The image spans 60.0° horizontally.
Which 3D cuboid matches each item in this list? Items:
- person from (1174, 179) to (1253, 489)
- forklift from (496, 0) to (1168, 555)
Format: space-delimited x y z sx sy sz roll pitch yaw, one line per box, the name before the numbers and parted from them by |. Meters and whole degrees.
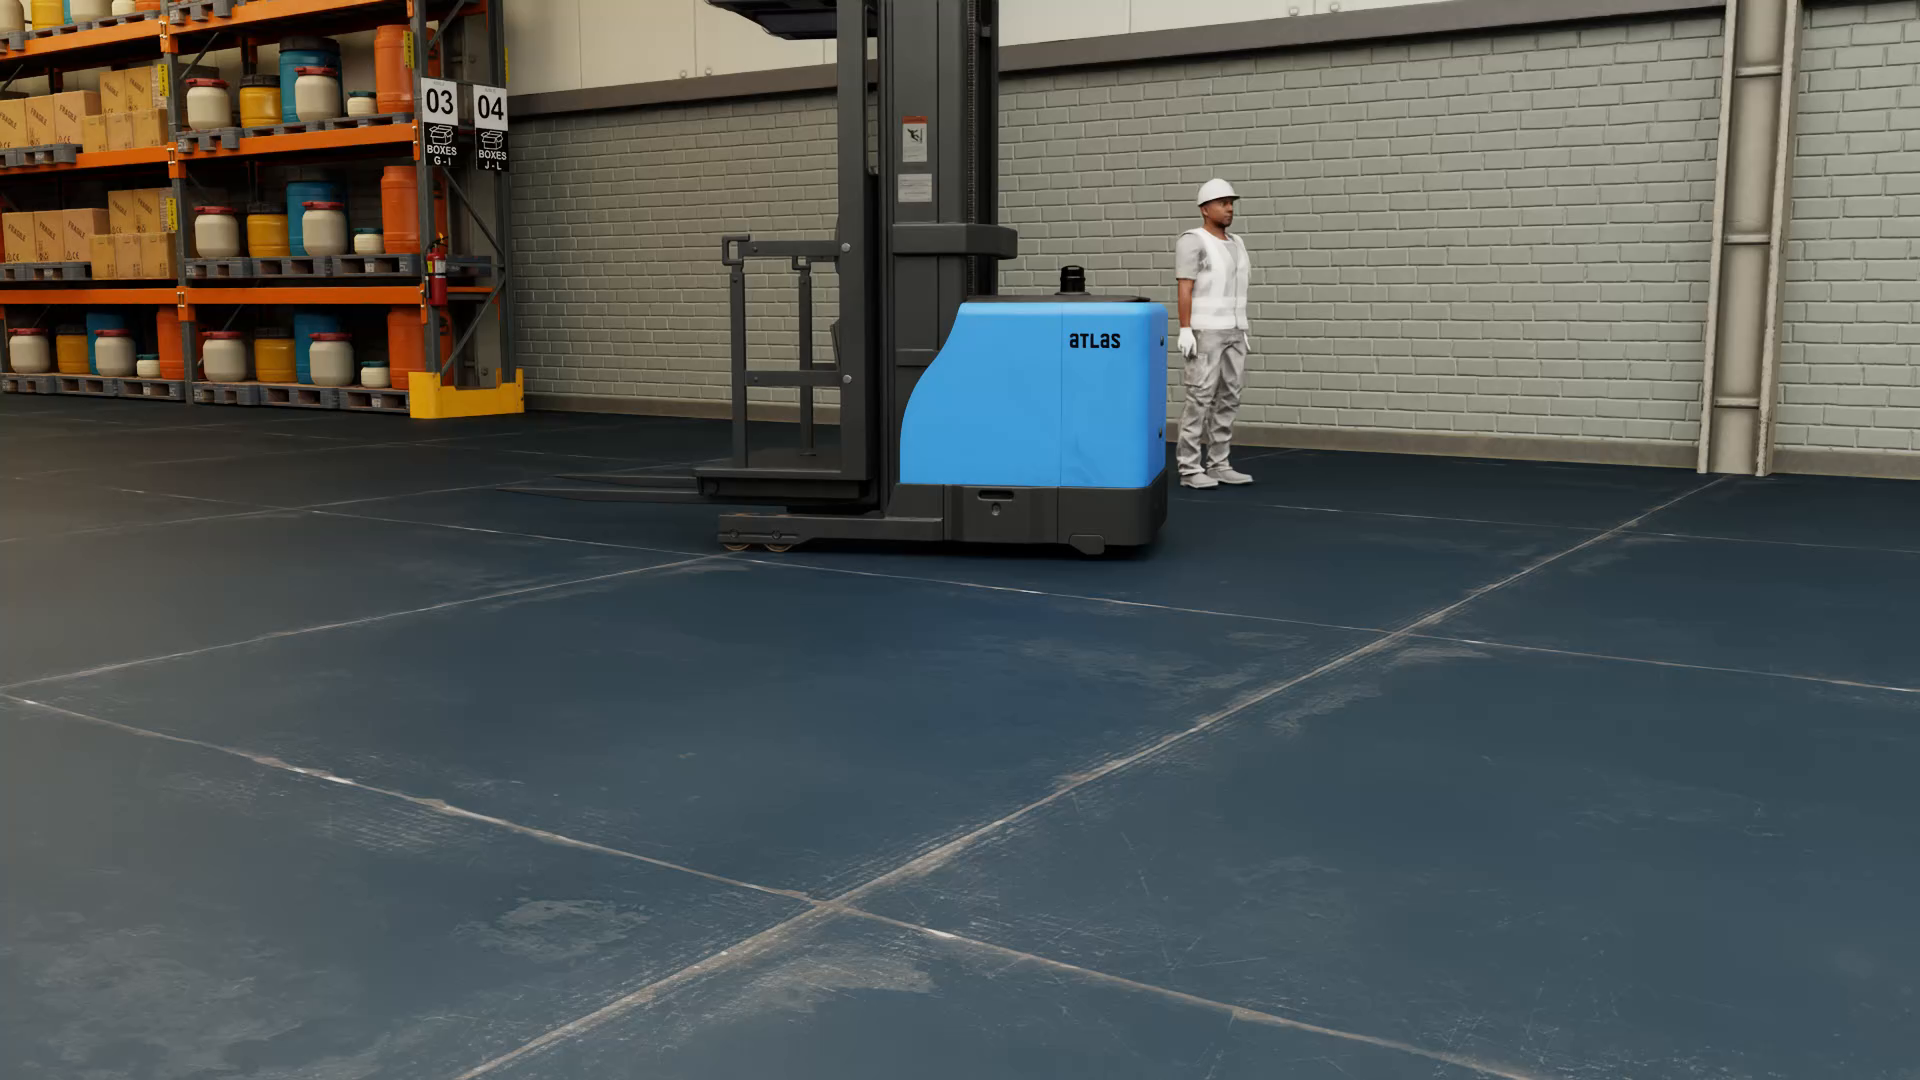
person | 1.504 -1.208 9.765 0.582 1.789 0.361 -8 11 -44
forklift | -0.596 -1.469 7.520 3.031 2.935 1.130 2 8 12
